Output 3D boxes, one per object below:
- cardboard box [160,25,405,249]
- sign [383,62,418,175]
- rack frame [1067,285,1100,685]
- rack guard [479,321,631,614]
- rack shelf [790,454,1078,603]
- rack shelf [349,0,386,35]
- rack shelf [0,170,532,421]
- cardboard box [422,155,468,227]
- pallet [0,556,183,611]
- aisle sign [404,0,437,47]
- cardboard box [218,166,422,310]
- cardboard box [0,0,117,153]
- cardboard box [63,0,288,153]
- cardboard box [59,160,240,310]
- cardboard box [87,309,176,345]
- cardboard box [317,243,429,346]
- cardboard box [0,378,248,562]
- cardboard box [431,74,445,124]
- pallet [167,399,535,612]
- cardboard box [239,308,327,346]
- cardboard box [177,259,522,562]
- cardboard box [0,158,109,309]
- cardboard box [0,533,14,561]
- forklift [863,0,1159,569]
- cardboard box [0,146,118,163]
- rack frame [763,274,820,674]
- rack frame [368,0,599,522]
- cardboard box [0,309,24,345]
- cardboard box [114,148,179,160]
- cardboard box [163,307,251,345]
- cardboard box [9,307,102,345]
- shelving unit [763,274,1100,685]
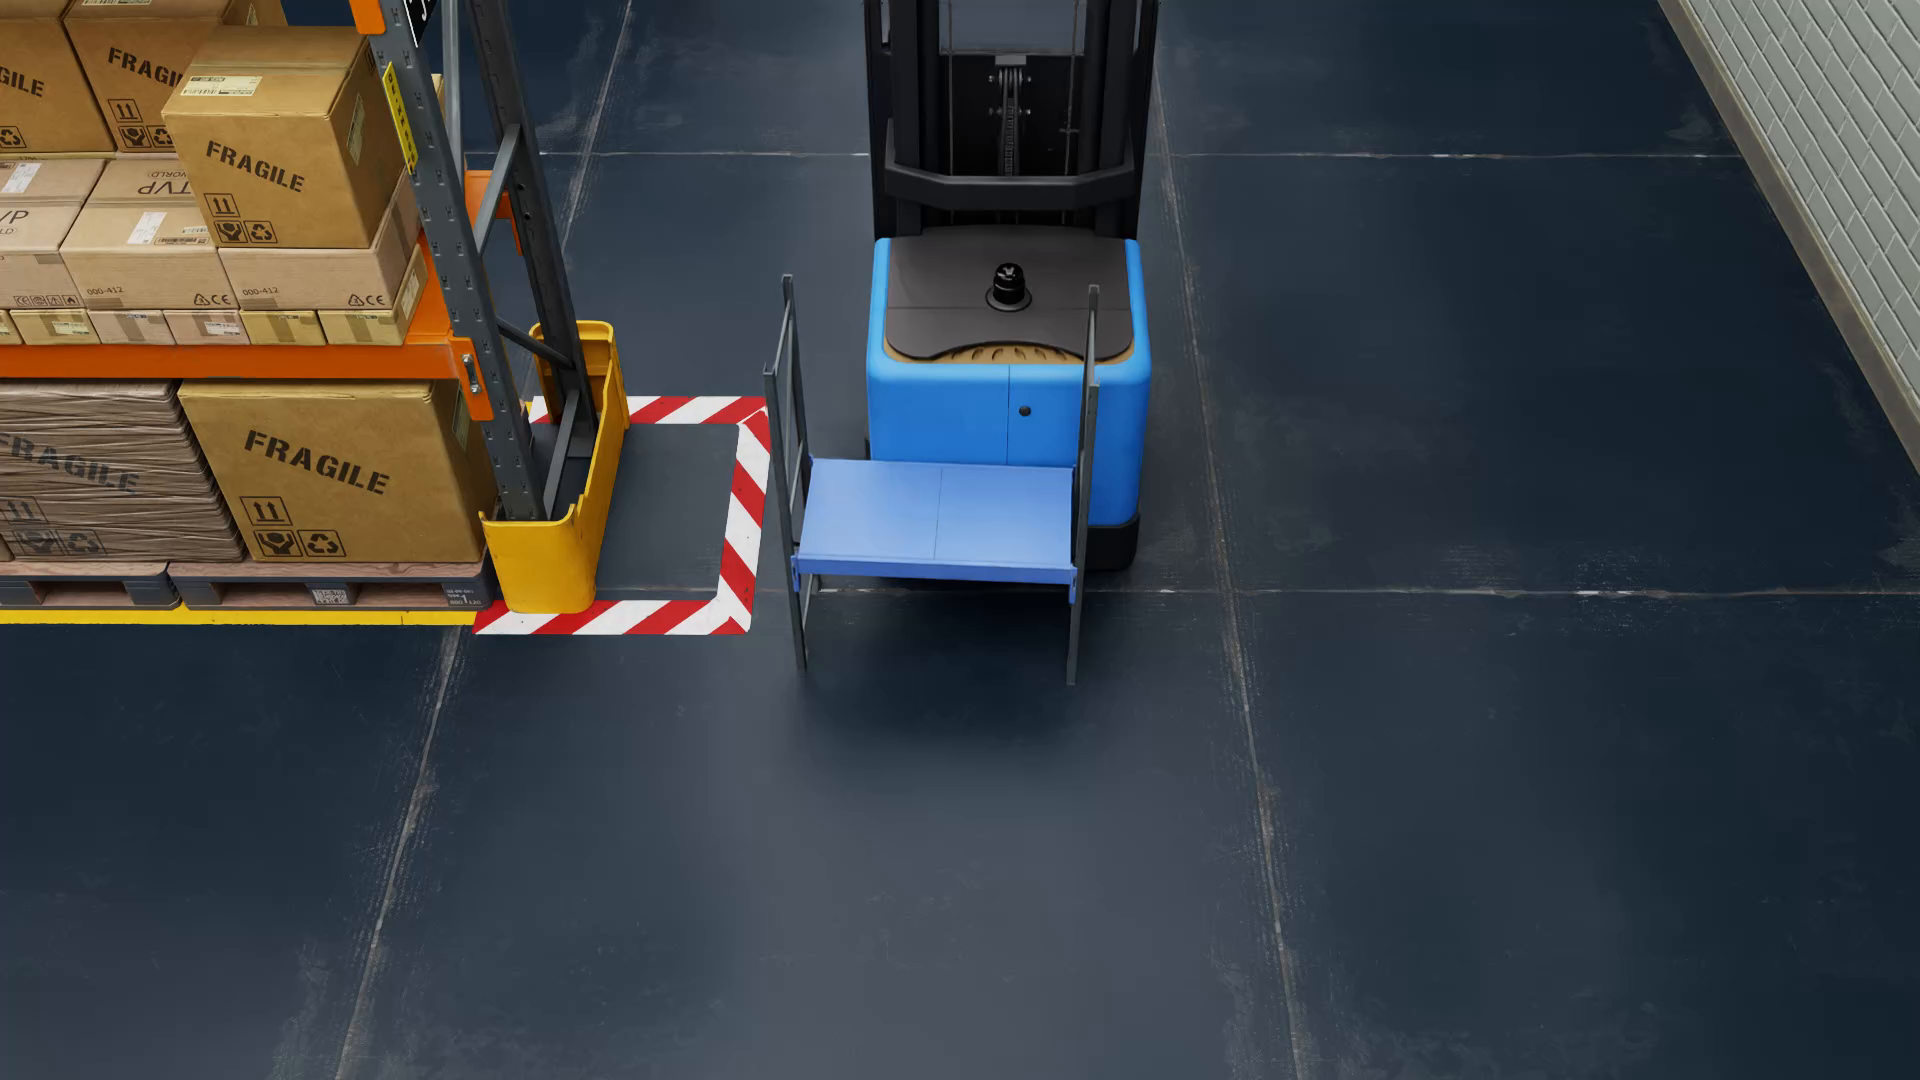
[{"bbox_3d":[-2.120,-1.279,5.278,0.500,0.500,0.500,1,47,1],"label":"cardboard box"},{"bbox_3d":[-1.648,-1.242,4.904,0.005,0.325,0.100,0,47,0],"label":"sign"},{"bbox_3d":[0.429,-0.148,5.863,0.032,1.500,0.500,2,47,2],"label":"rack frame"},{"bbox_3d":[-1.608,-0.312,6.699,0.348,0.500,1.175,0,47,0],"label":"rack guard"},{"bbox_3d":[-0.078,-0.046,6.014,1.000,0.185,0.538,2,47,2],"label":"rack shelf"},{"bbox_3d":[-3.632,-1.946,4.955,4.000,0.370,1.077,0,47,0],"label":"rack shelf"},{"bbox_3d":[-3.632,-0.924,6.053,4.000,0.370,1.077,0,47,0],"label":"rack shelf"},{"bbox_3d":[-1.986,-1.321,6.102,0.250,0.149,0.380,1,47,1],"label":"cardboard box"},{"bbox_3d":[-3.649,-0.164,6.759,1.213,0.211,1.003,0,47,0],"label":"pallet"},{"bbox_3d":[-1.561,-1.830,4.628,0.004,0.787,0.394,0,47,0],"label":"aisle sign"},{"bbox_3d":[-2.118,-1.021,5.551,0.500,0.250,0.500,-1,47,0],"label":"cardboard box"},{"bbox_3d":[-3.129,-1.667,5.639,0.500,0.500,0.500,-1,47,-1],"label":"cardboard box"},{"bbox_3d":[-2.611,-1.670,5.642,0.500,0.500,0.500,-1,47,-1],"label":"cardboard box"},{"bbox_3d":[-2.625,-1.023,5.552,0.500,0.250,0.500,-1,47,-1],"label":"cardboard box"},{"bbox_3d":[-2.751,-0.841,5.655,0.250,0.149,0.380,1,47,1],"label":"cardboard box"},{"bbox_3d":[-1.989,-0.838,5.653,0.250,0.149,0.380,1,47,1],"label":"cardboard box"},{"bbox_3d":[-3.182,-0.529,6.358,0.875,0.875,0.875,0,47,0],"label":"cardboard box"},{"bbox_3d":[-2.111,-1.413,5.915,0.500,0.250,0.500,-1,47,-1],"label":"cardboard box"},{"bbox_3d":[-2.432,-0.159,6.754,1.213,0.211,1.003,0,47,0],"label":"pallet"},{"bbox_3d":[-2.249,-0.838,5.652,0.250,0.149,0.380,1,47,1],"label":"cardboard box"},{"bbox_3d":[-2.272,-0.526,6.355,0.875,0.875,0.875,0,47,0],"label":"cardboard box"},{"bbox_3d":[-3.134,-1.024,5.553,0.500,0.250,0.500,-1,47,-1],"label":"cardboard box"},{"bbox_3d":[-4.072,-0.531,6.360,0.875,0.875,0.875,0,47,0],"label":"cardboard box"},{"bbox_3d":[0.190,-1.945,6.558,1.130,2.935,3.031,0,47,0],"label":"forklift"},{"bbox_3d":[-3.133,-1.414,5.916,0.500,0.250,0.500,-1,47,-1],"label":"cardboard box"},{"bbox_3d":[-0.586,-0.189,5.901,0.032,1.500,0.500,2,47,2],"label":"rack frame"},{"bbox_3d":[-1.632,-1.164,5.784,0.127,3.000,1.000,0,47,0],"label":"rack frame"},{"bbox_3d":[-3.270,-0.840,5.655,0.250,0.149,0.380,0,47,0],"label":"cardboard box"},{"bbox_3d":[-2.631,-1.410,5.912,0.500,0.250,0.500,0,47,0],"label":"cardboard box"},{"bbox_3d":[-2.502,-0.839,5.654,0.250,0.149,0.380,0,47,0],"label":"cardboard box"},{"bbox_3d":[-3.011,-0.840,5.654,0.250,0.149,0.380,-1,47,-1],"label":"cardboard box"},{"bbox_3d":[-0.078,-0.169,5.882,1.048,1.500,0.538,2,47,2],"label":"shelving unit"}]
